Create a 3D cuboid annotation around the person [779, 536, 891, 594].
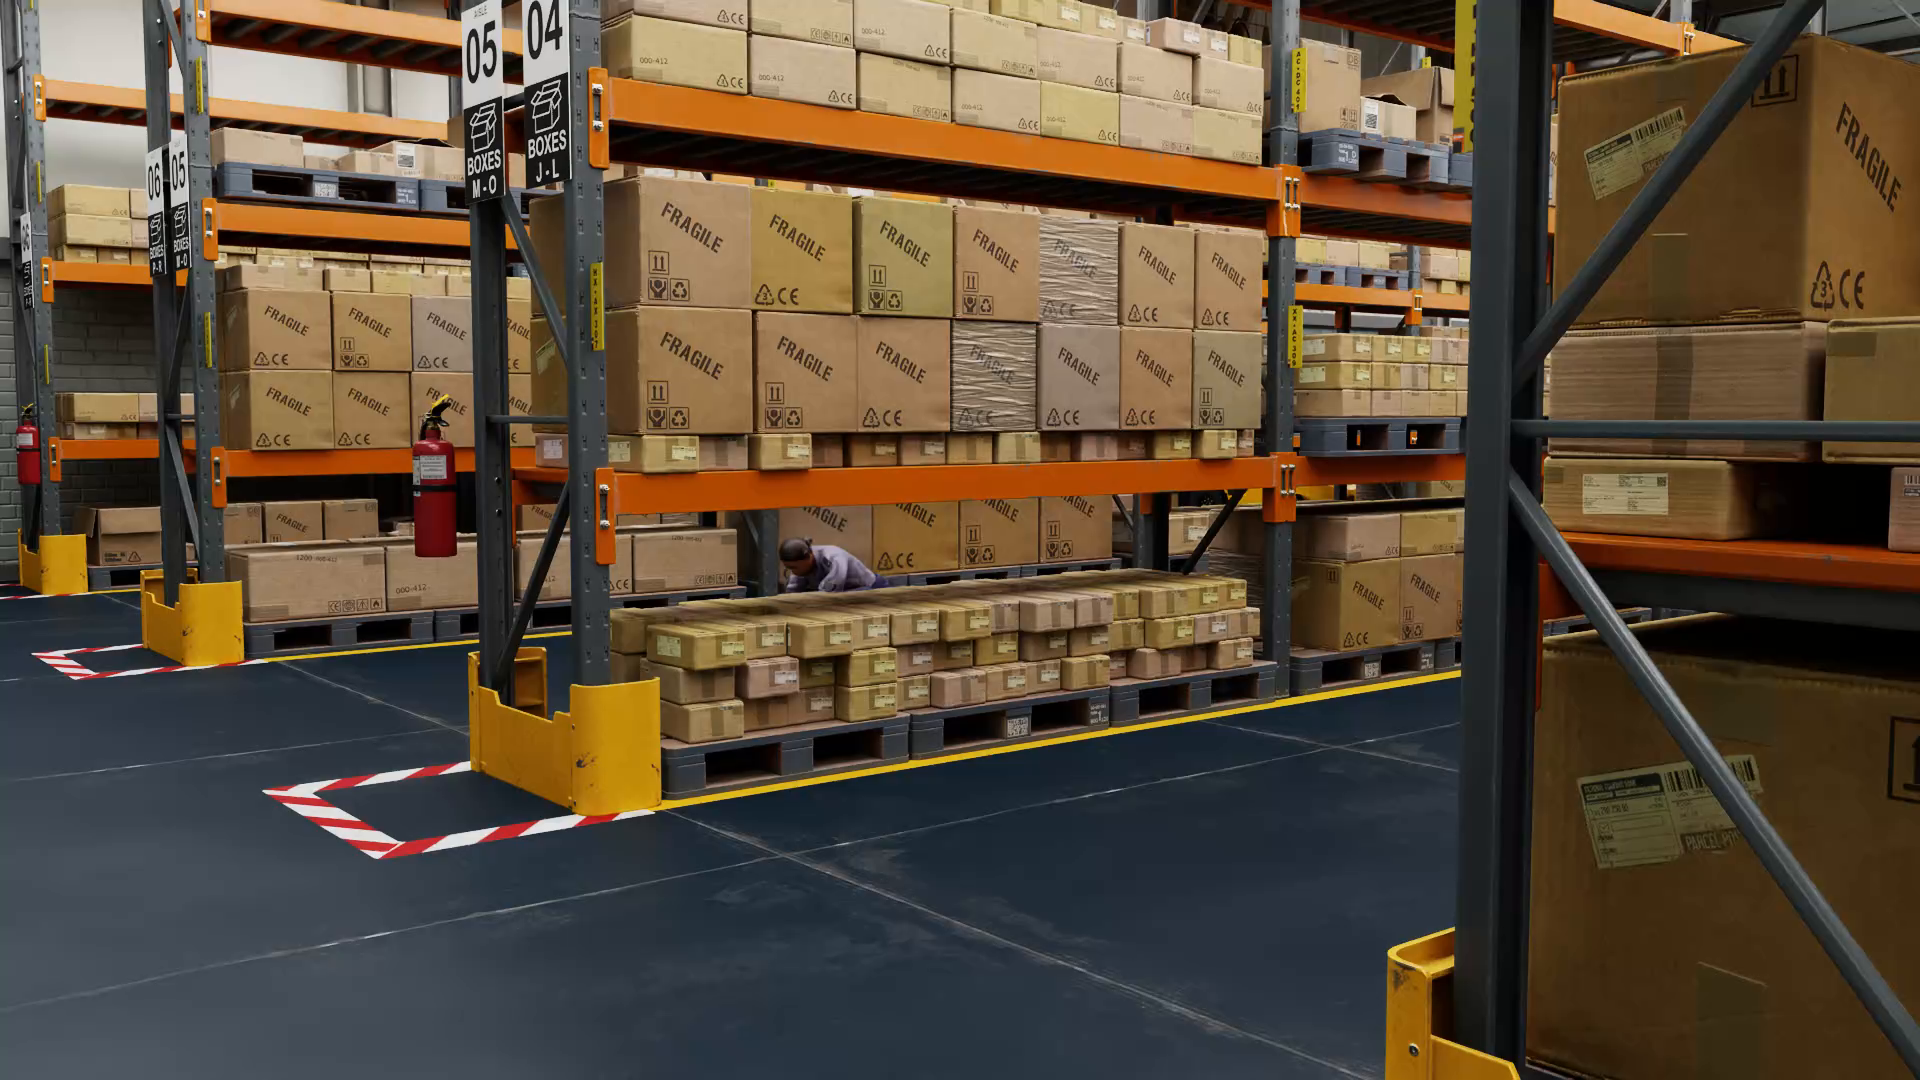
[{"bbox_3d":[-0.788,0.361,10.253,0.822,0.804,0.516,-4,6,-39],"label":"person"}]
